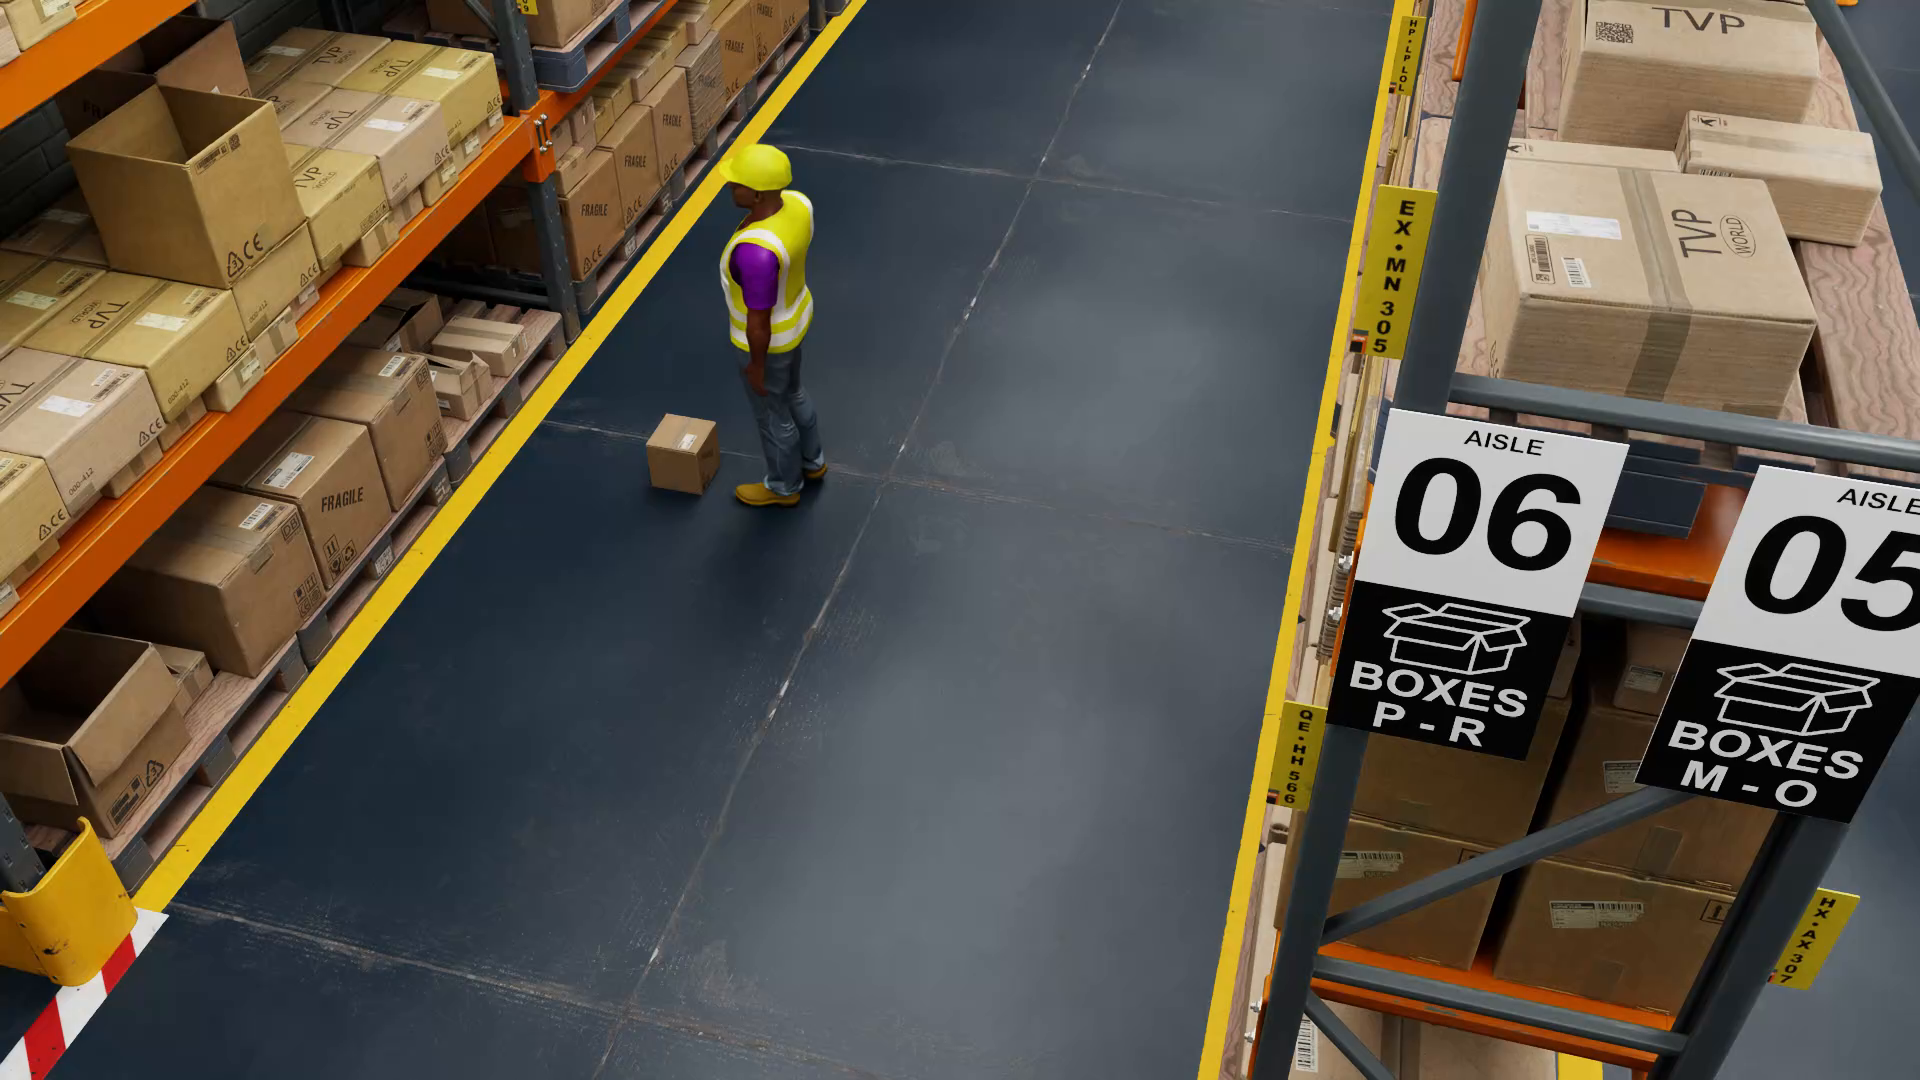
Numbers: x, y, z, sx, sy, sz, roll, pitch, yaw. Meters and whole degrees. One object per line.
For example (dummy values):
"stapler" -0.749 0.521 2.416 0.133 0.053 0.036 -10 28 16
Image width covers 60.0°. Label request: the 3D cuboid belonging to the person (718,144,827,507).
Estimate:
"person" -0.829 -0.899 7.170 0.389 1.794 0.600 10 42 11
